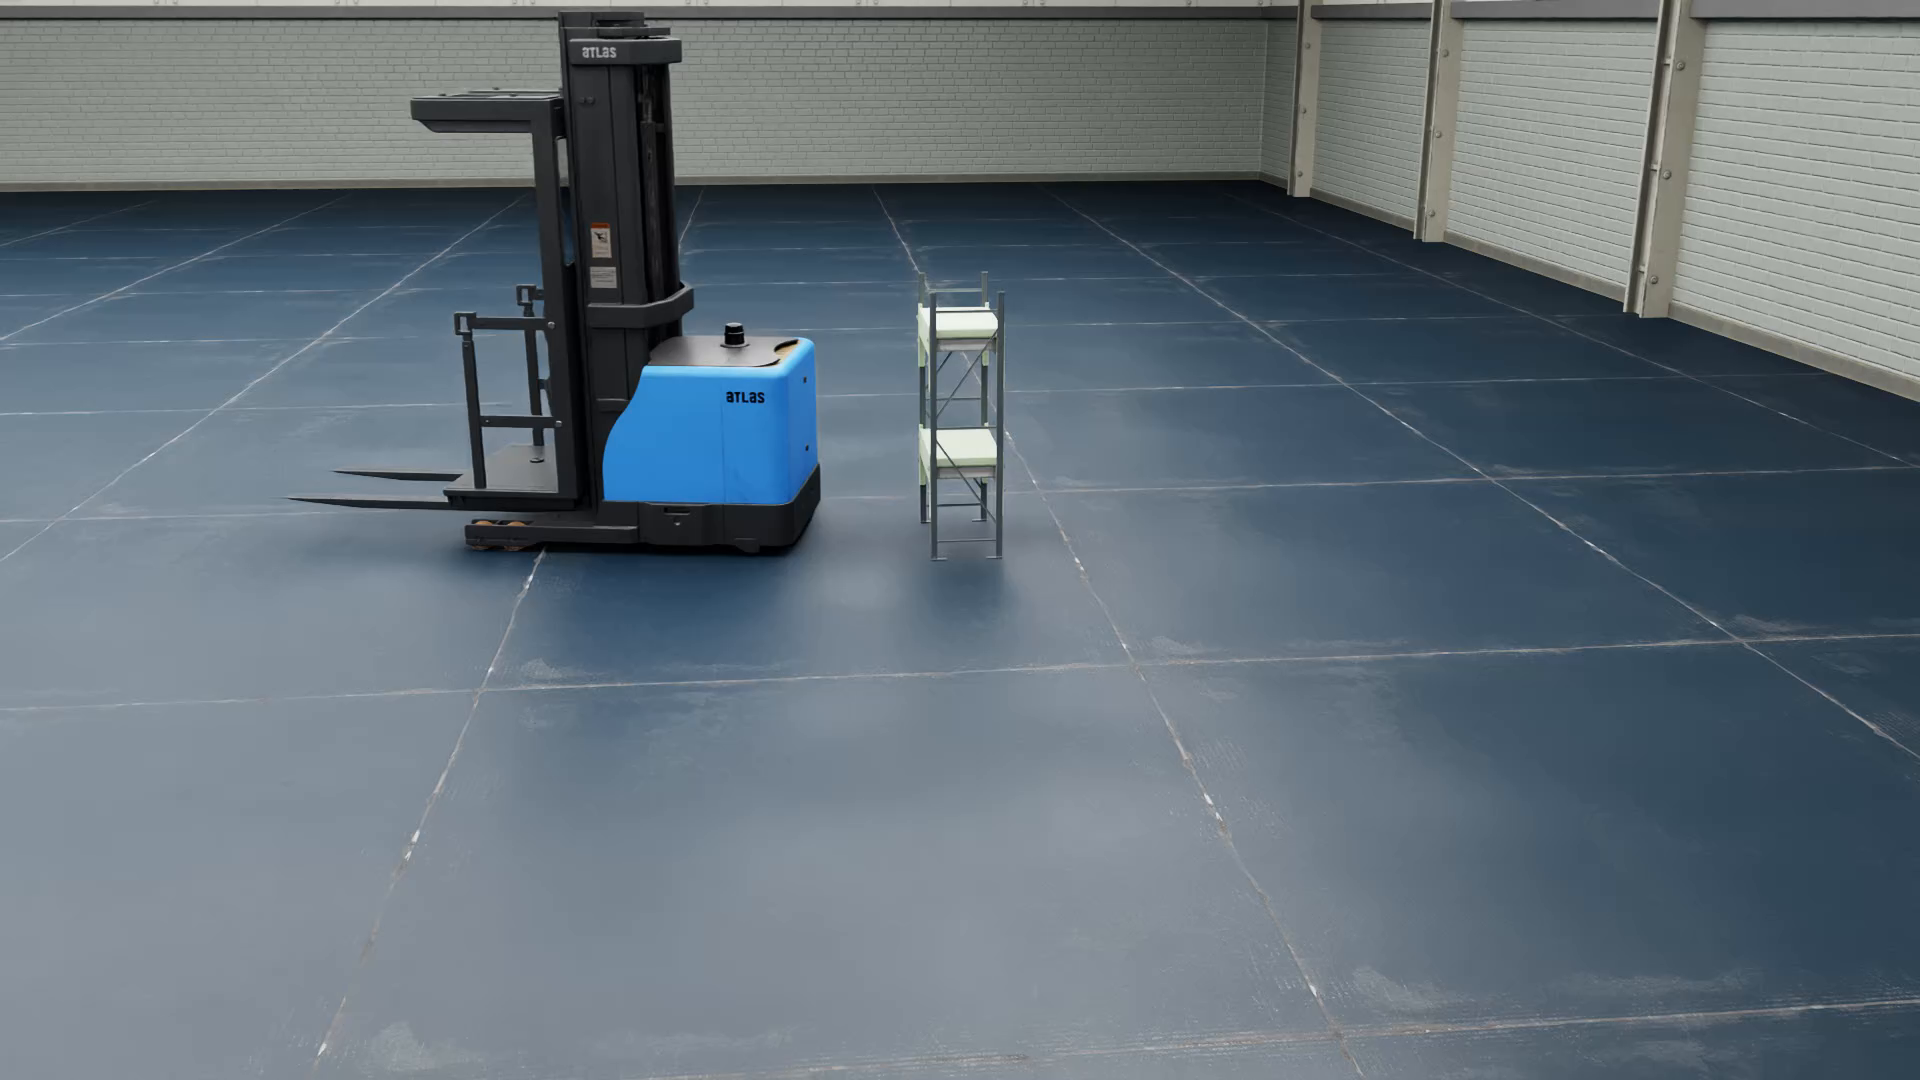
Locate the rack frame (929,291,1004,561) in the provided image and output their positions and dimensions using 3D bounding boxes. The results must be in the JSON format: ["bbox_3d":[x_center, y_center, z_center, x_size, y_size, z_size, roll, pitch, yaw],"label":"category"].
[{"bbox_3d":[0.037,-0.609,9.111,0.400,1.500,0.023,-2,18,-6],"label":"rack frame"}]

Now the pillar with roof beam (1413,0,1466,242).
[{"bbox_3d":[2.139,-8.264,20.977,9.100,9.000,0.400,-2,18,-6],"label":"pillar with roof beam"}]

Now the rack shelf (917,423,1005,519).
[{"bbox_3d":[-0.001,-0.407,9.556,0.431,0.370,0.720,-2,18,-6],"label":"rack shelf"}]

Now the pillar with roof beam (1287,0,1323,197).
[{"bbox_3d":[1.520,-10.052,26.671,9.100,9.000,0.400,-2,18,-6],"label":"pillar with roof beam"}]

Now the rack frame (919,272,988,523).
[{"bbox_3d":[-0.038,-0.827,9.806,0.400,1.500,0.023,-2,18,-6],"label":"rack frame"}]

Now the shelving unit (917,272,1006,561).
[{"bbox_3d":[-0.001,-0.718,9.459,0.431,1.500,0.755,-2,18,-6],"label":"shelving unit"}]

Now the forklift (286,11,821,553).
[{"bbox_3d":[-2.403,-1.490,9.529,3.031,2.935,1.130,2,17,5],"label":"forklift"}]

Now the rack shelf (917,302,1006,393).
[{"bbox_3d":[-0.001,-1.090,9.342,0.431,0.370,0.720,-2,18,-6],"label":"rack shelf"}]

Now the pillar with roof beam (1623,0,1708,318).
[{"bbox_3d":[2.758,-6.476,15.283,9.100,9.000,0.400,-2,18,-6],"label":"pillar with roof beam"}]
